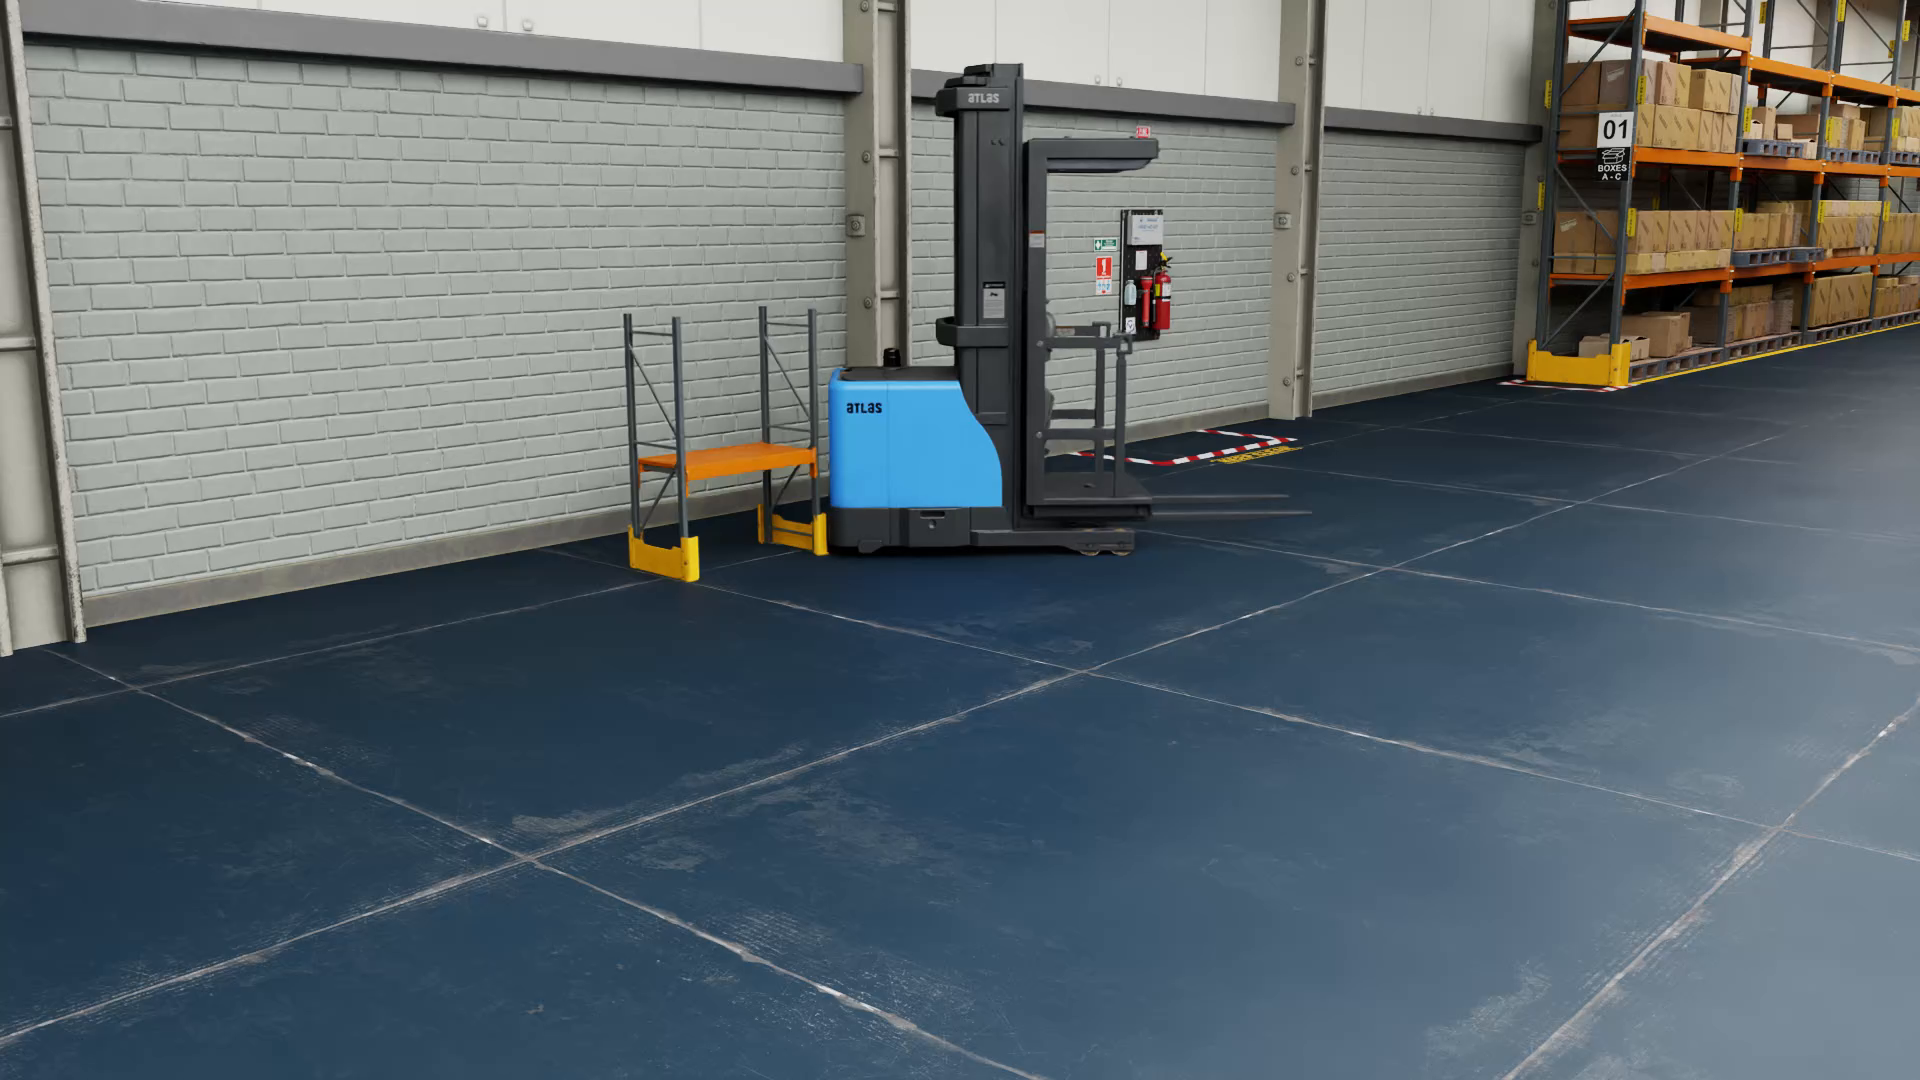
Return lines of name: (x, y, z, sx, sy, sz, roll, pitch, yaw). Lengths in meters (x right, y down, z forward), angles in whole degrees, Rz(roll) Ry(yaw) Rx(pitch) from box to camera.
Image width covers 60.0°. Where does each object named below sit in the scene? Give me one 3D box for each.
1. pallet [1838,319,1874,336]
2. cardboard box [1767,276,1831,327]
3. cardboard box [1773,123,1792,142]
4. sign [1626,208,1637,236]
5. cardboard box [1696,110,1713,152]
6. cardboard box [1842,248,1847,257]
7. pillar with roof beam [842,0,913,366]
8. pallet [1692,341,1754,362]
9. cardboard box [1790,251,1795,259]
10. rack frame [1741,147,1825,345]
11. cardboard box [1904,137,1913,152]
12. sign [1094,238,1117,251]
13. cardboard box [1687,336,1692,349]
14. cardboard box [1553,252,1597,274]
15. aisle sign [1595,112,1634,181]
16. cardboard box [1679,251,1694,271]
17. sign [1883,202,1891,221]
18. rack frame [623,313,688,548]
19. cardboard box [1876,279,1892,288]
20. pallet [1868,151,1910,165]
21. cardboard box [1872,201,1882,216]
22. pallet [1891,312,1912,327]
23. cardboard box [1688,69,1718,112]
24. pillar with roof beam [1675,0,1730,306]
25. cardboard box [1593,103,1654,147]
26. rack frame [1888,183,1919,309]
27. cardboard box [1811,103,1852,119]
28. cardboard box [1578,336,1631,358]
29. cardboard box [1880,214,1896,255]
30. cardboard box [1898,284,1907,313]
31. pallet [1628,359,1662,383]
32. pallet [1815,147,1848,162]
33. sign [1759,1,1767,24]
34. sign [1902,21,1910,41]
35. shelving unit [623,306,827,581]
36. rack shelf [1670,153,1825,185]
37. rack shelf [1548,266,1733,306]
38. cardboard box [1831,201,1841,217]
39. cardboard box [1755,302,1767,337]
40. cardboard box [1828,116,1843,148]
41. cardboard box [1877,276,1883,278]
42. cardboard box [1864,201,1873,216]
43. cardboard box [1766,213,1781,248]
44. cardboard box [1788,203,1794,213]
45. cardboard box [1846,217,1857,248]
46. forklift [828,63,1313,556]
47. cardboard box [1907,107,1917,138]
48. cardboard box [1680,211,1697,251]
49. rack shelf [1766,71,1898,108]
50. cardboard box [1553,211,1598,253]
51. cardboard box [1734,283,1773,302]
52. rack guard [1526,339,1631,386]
pallet: (14.981, -3.671, 28.554, 1.003, 0.211, 1.213, 10, 15, 40)
cardboard box: (13.377, -3.817, 26.577, 0.750, 0.750, 0.750, 10, 15, 40)
cardboard box: (11.868, -5.926, 24.750, 0.637, 0.503, 0.797, -10, 15, -40)
sign: (7.920, -3.751, 19.622, 0.100, 0.325, 0.005, 10, 15, 40)
cardboard box: (9.325, -5.249, 21.370, 0.500, 0.500, 0.500, 9, 14, 38)
cardboard box: (14.368, -4.743, 27.392, 0.380, 0.149, 0.250, 10, 15, 42)
pillar with roof beam: (2.637, -4.231, 8.920, 9.100, 9.000, 0.400, 10, 15, 40)
pallet: (10.666, -2.732, 23.852, 1.003, 0.211, 1.213, 10, 15, 40)
cardboard box: (13.185, -4.479, 26.066, 0.380, 0.149, 0.250, 9, 15, 40)
rack frame: (12.793, -4.574, 25.951, 1.000, 3.000, 0.127, 10, 15, 40)
cardboard box: (16.435, -6.955, 29.272, 0.500, 0.250, 0.500, 9, 15, 39)
sign: (1.272, -2.579, 14.520, 0.001, 0.109, 0.331, 10, 15, 40)
cardboard box: (9.822, -2.729, 22.826, 0.380, 0.166, 0.250, 7, 14, 33)
cardboard box: (7.676, -3.427, 20.541, 0.500, 0.250, 0.500, 10, 15, 41)
aisle sign: (7.690, -4.622, 19.556, 0.394, 0.787, 0.004, 10, 15, 40)
cardboard box: (9.081, -3.590, 21.359, 0.500, 0.250, 0.500, 10, 15, 41)
sign: (15.848, -5.622, 28.448, 0.100, 0.325, 0.005, 10, 15, 40)
rack frame: (-1.750, -0.540, 9.583, 0.500, 1.500, 0.032, 10, 15, 42)
cardboard box: (16.368, -4.584, 29.656, 0.380, 0.149, 0.250, 10, 15, 42)
pallet: (15.982, -6.708, 29.208, 1.003, 0.211, 1.213, 10, 15, 40)
cardboard box: (15.318, -5.633, 28.274, 0.500, 0.250, 0.500, 10, 15, 42)
pallet: (16.800, -4.077, 30.583, 1.003, 0.211, 1.213, 10, 15, 40)
cardboard box: (9.335, -5.736, 21.255, 0.500, 0.500, 0.500, 9, 14, 38)
pillar with roof beam: (14.519, -6.879, 22.179, 9.100, 9.000, 0.400, 10, 15, 40)
cardboard box: (7.921, -4.943, 19.837, 0.500, 0.500, 0.500, 10, 15, 42)
rack frame: (18.074, -5.751, 31.844, 1.000, 3.000, 0.127, 10, 15, 40)
cardboard box: (14.401, -7.070, 27.498, 0.500, 0.250, 0.500, 9, 15, 39)
cardboard box: (8.037, -2.384, 20.730, 0.500, 0.311, 0.500, 8, 14, 34)
cardboard box: (15.804, -5.387, 29.257, 0.980, 0.700, 0.700, 10, 15, 41)
cardboard box: (17.026, -4.467, 30.728, 0.700, 0.500, 0.500, 9, 14, 39)
pallet: (8.126, -2.155, 20.963, 1.003, 0.211, 1.213, 10, 15, 40)
pallet: (13.179, -6.053, 26.184, 1.213, 0.211, 1.003, 11, 16, 43)
sign: (12.374, -8.122, 25.613, 0.100, 0.325, 0.005, 10, 15, 40)
sign: (15.849, -8.532, 27.868, 0.100, 0.325, 0.005, 10, 15, 40)
shelving unit: (-1.396, -0.614, 9.953, 0.587, 1.500, 1.083, 10, 15, 42)
rack shelf: (11.473, -5.397, 24.255, 1.077, 0.370, 4.000, 10, 15, 40)
rack shelf: (8.833, -3.338, 21.602, 1.077, 0.370, 4.000, 10, 15, 40)
cardboard box: (13.641, -5.259, 26.401, 0.500, 0.250, 0.500, 9, 15, 40)
cardboard box: (11.623, -3.313, 24.900, 0.700, 0.500, 0.500, 10, 15, 40)
cardboard box: (13.756, -6.552, 26.822, 0.700, 0.500, 0.500, 11, 16, 43)
cardboard box: (16.784, -4.790, 30.690, 0.380, 0.149, 0.250, 10, 15, 41)
cardboard box: (14.973, -5.559, 27.903, 0.500, 0.250, 0.500, 10, 15, 42)
cardboard box: (11.685, -4.582, 24.613, 0.700, 0.500, 0.500, 10, 15, 40)
cardboard box: (12.588, -5.102, 25.561, 0.380, 0.149, 0.250, 7, 14, 33)
cardboard box: (14.325, -5.043, 27.236, 0.500, 0.500, 0.500, 10, 15, 42)
forklift: (0.687, -1.440, 10.439, 3.031, 2.935, 1.130, 0, 11, -2)
cardboard box: (16.450, -7.327, 29.220, 0.500, 0.500, 0.500, 9, 15, 39)
cardboard box: (9.065, -3.956, 21.277, 0.500, 0.500, 0.500, 10, 15, 42)
rack shelf: (14.114, -7.261, 26.946, 1.077, 0.370, 4.000, 10, 15, 40)
cardboard box: (7.664, -3.797, 20.482, 0.500, 0.500, 0.500, 10, 15, 40)
cardboard box: (11.934, -3.743, 25.136, 0.500, 0.250, 0.500, 10, 15, 41)
rack guard: (7.563, -2.182, 20.359, 1.175, 0.500, 0.348, 10, 15, 40)
